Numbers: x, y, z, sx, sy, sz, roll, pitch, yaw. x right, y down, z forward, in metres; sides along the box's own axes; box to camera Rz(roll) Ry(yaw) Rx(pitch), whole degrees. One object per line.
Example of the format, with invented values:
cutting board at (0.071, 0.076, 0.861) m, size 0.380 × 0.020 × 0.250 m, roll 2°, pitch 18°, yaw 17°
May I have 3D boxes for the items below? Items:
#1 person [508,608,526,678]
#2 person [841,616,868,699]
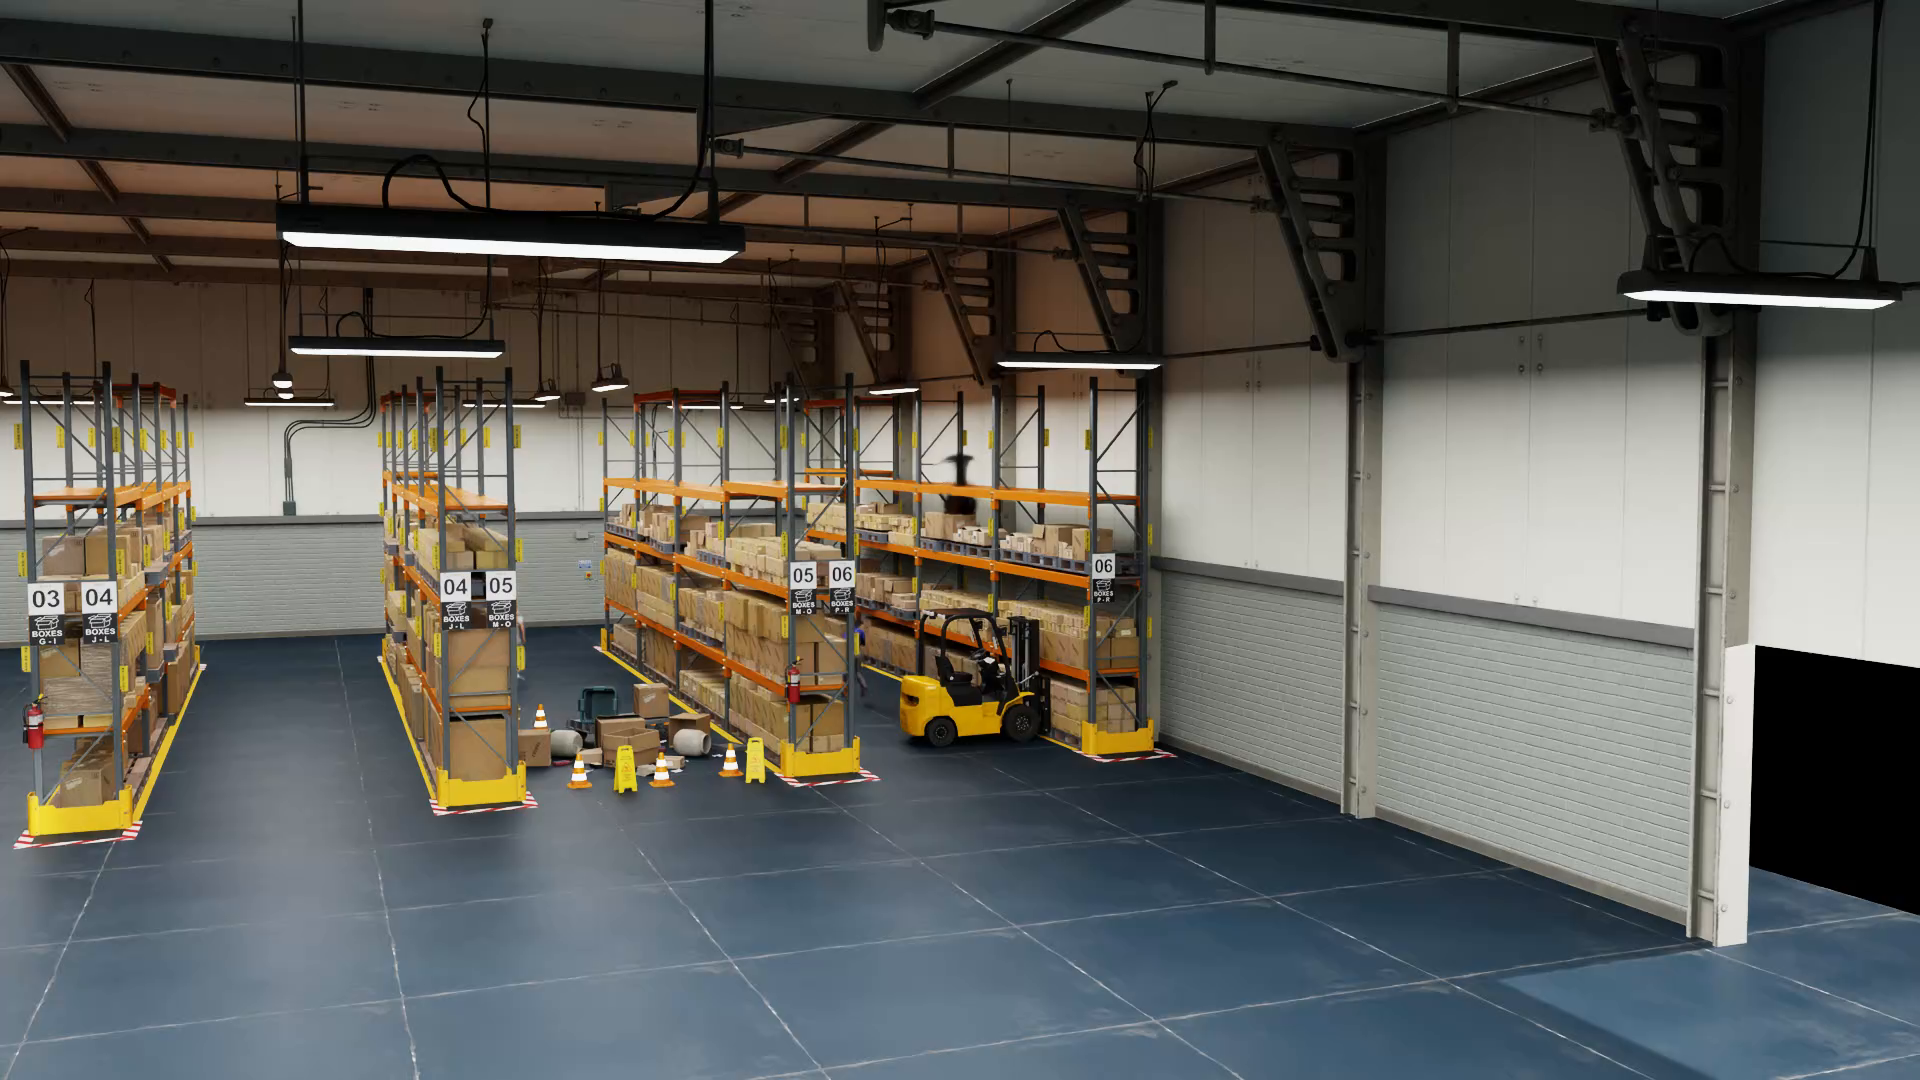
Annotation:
person at (-9.289, 2.151, 34.432) m, size 0.570 × 1.511 × 1.005 m, roll 0°, pitch 3°, yaw -4°
person at (-2.075, 2.260, 31.916) m, size 0.596 × 1.619 × 0.866 m, roll -2°, pitch 4°, yaw -29°
